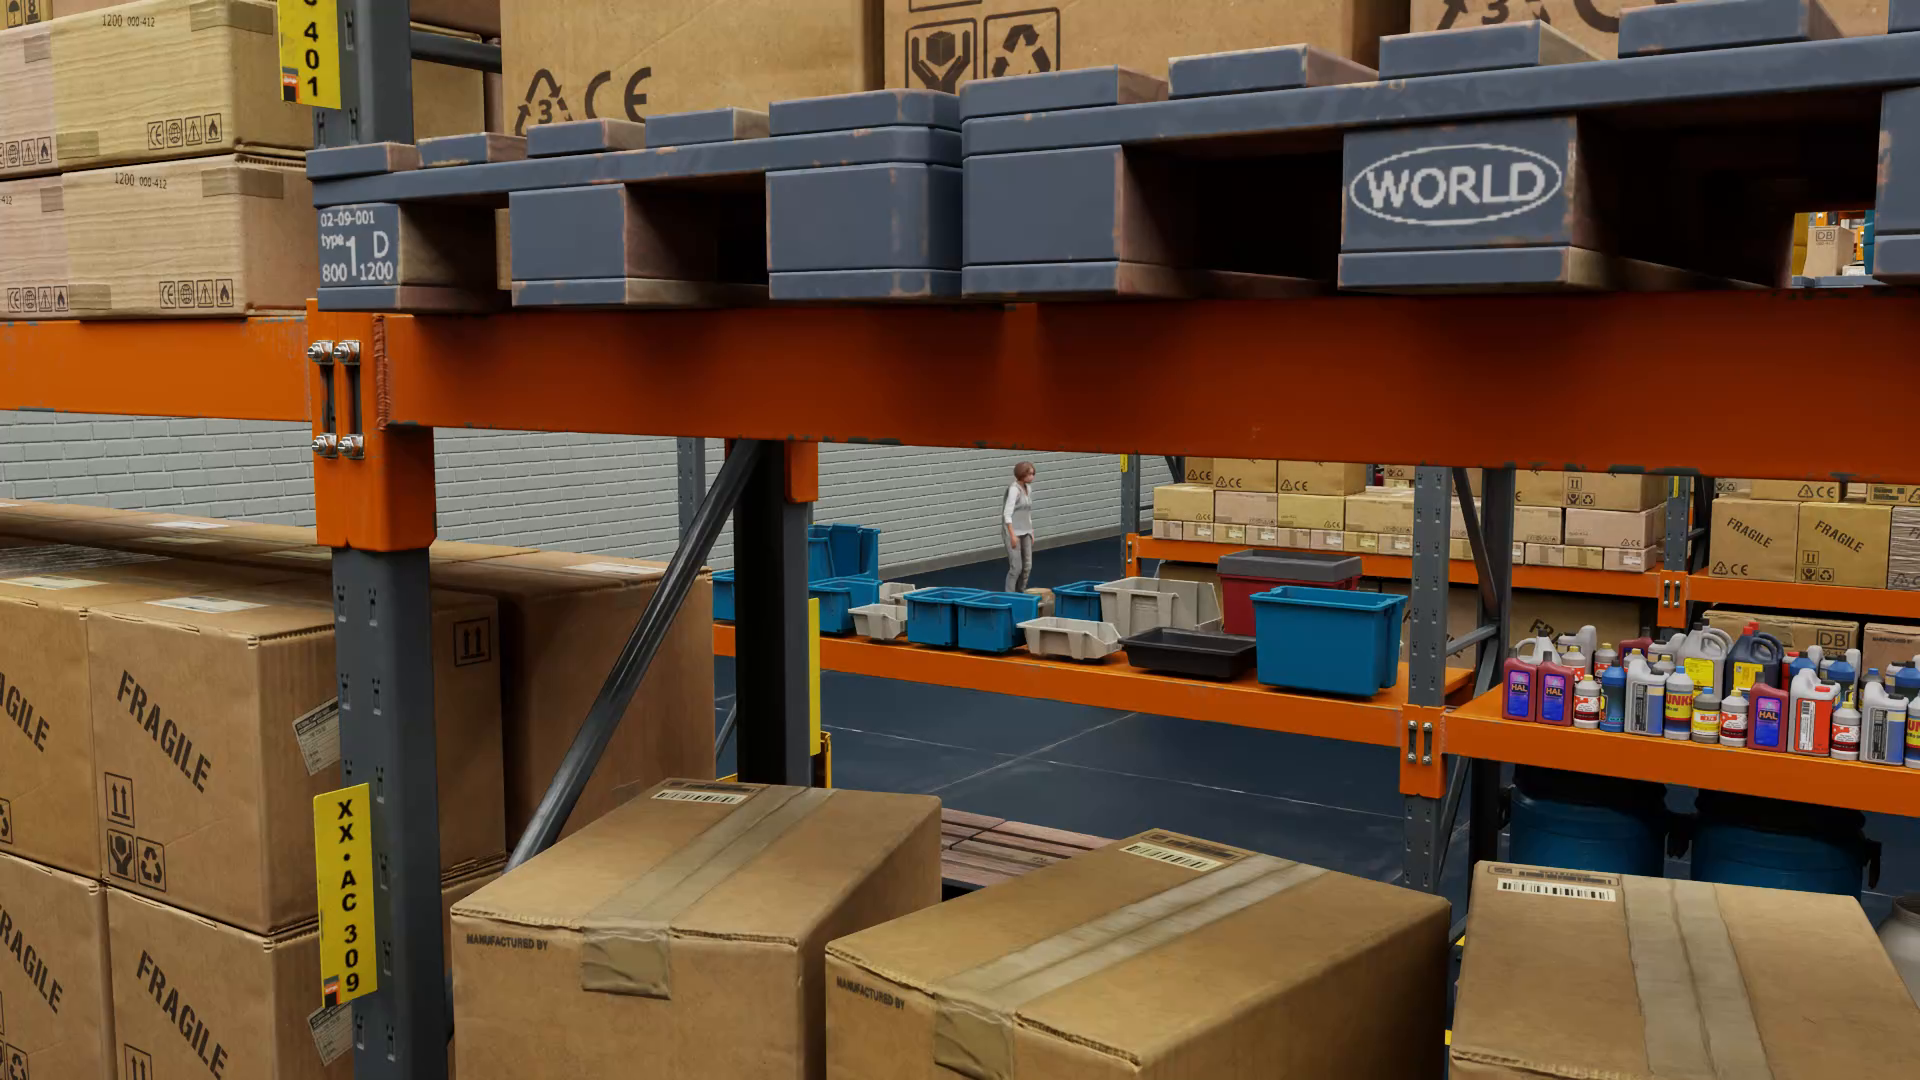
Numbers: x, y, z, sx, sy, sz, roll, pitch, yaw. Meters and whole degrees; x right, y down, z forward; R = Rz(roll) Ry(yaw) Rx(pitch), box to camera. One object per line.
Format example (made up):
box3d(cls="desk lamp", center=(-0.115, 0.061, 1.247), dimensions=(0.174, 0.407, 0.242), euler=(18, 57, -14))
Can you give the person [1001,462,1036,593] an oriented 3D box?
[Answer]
box3d(cls="person", center=(0.618, -0.029, 17.462), dimensions=(0.346, 1.590, 0.467), euler=(4, 8, 31))
